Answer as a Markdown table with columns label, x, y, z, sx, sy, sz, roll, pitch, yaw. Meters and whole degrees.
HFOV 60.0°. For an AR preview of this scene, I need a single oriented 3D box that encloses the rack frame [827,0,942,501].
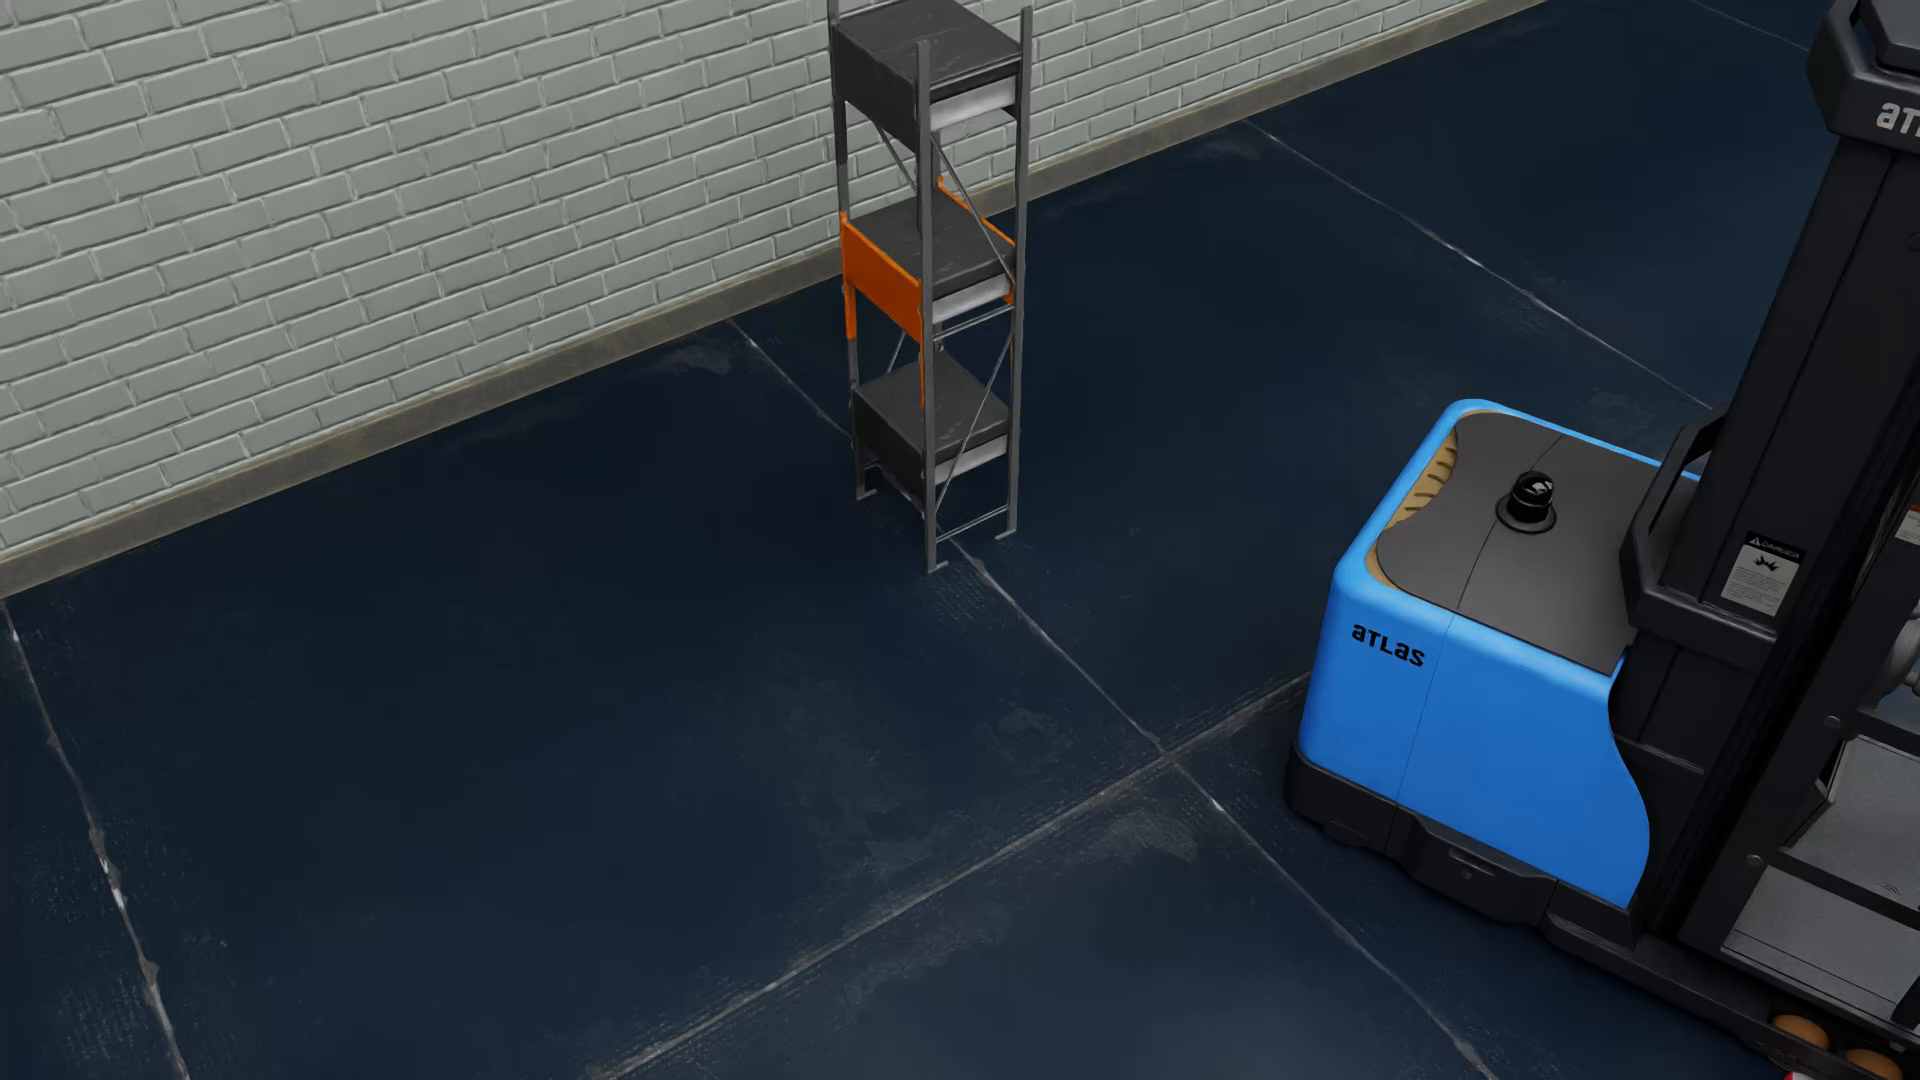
| label | x | y | z | sx | sy | sz | roll | pitch | yaw |
| --- | --- | --- | --- | --- | --- | --- | --- | --- | --- |
| rack frame | -0.234 | -0.991 | 5.768 | 0.400 | 2.100 | 0.015 | -26 | 49 | -24 |

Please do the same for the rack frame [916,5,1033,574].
| label | x | y | z | sx | sy | sz | roll | pitch | yaw |
| --- | --- | --- | --- | --- | --- | --- | --- | --- | --- |
| rack frame | 0.045 | -0.715 | 5.478 | 0.400 | 2.100 | 0.015 | -26 | 49 | -24 |

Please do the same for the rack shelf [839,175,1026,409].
| label | x | y | z | sx | sy | sz | roll | pitch | yaw |
| --- | --- | --- | --- | --- | --- | --- | --- | --- | --- |
| rack shelf | -0.095 | -0.843 | 5.633 | 0.431 | 0.518 | 0.480 | -26 | 49 | -24 |

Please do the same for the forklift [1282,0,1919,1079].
| label | x | y | z | sx | sy | sz | roll | pitch | yaw |
| --- | --- | --- | --- | --- | --- | --- | --- | --- | --- |
| forklift | 2.543 | 0.086 | 4.037 | 3.031 | 2.935 | 1.130 | 24 | 49 | 23 |

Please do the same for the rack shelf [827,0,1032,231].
| label | x | y | z | sx | sy | sz | roll | pitch | yaw |
| --- | --- | --- | --- | --- | --- | --- | --- | --- | --- |
| rack shelf | -0.095 | -1.350 | 5.149 | 0.431 | 0.518 | 0.480 | -26 | 49 | -24 |

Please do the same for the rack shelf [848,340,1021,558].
| label | x | y | z | sx | sy | sz | roll | pitch | yaw |
| --- | --- | --- | --- | --- | --- | --- | --- | --- | --- |
| rack shelf | -0.095 | -0.337 | 6.116 | 0.431 | 0.518 | 0.480 | -26 | 49 | -24 |

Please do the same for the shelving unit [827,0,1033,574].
| label | x | y | z | sx | sy | sz | roll | pitch | yaw |
| --- | --- | --- | --- | --- | --- | --- | --- | --- | --- |
| shelving unit | -0.095 | -0.853 | 5.623 | 0.431 | 2.100 | 0.503 | -26 | 49 | -24 |
